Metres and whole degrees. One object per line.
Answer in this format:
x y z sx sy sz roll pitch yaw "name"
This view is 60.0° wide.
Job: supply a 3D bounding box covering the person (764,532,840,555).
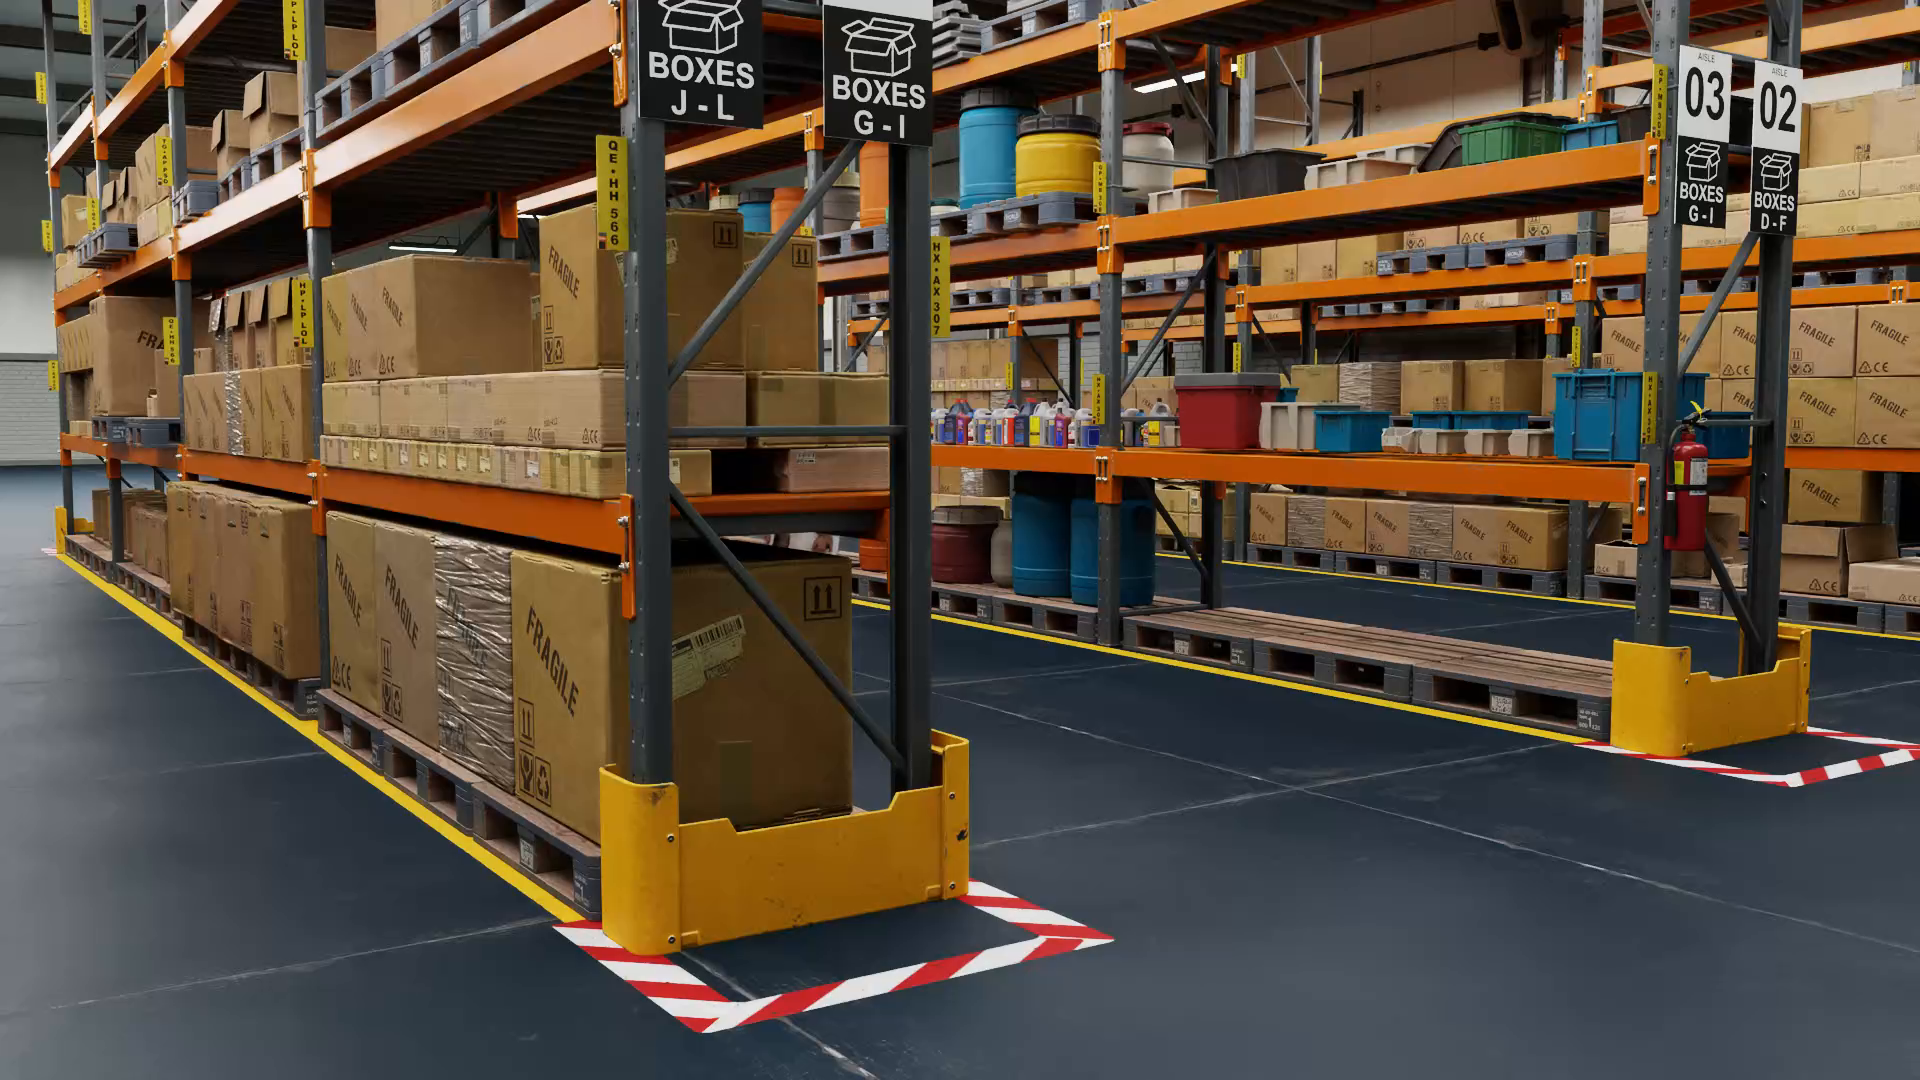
-0.873 -0.034 9.200 0.429 1.772 0.648 -3 6 -37 "person"
